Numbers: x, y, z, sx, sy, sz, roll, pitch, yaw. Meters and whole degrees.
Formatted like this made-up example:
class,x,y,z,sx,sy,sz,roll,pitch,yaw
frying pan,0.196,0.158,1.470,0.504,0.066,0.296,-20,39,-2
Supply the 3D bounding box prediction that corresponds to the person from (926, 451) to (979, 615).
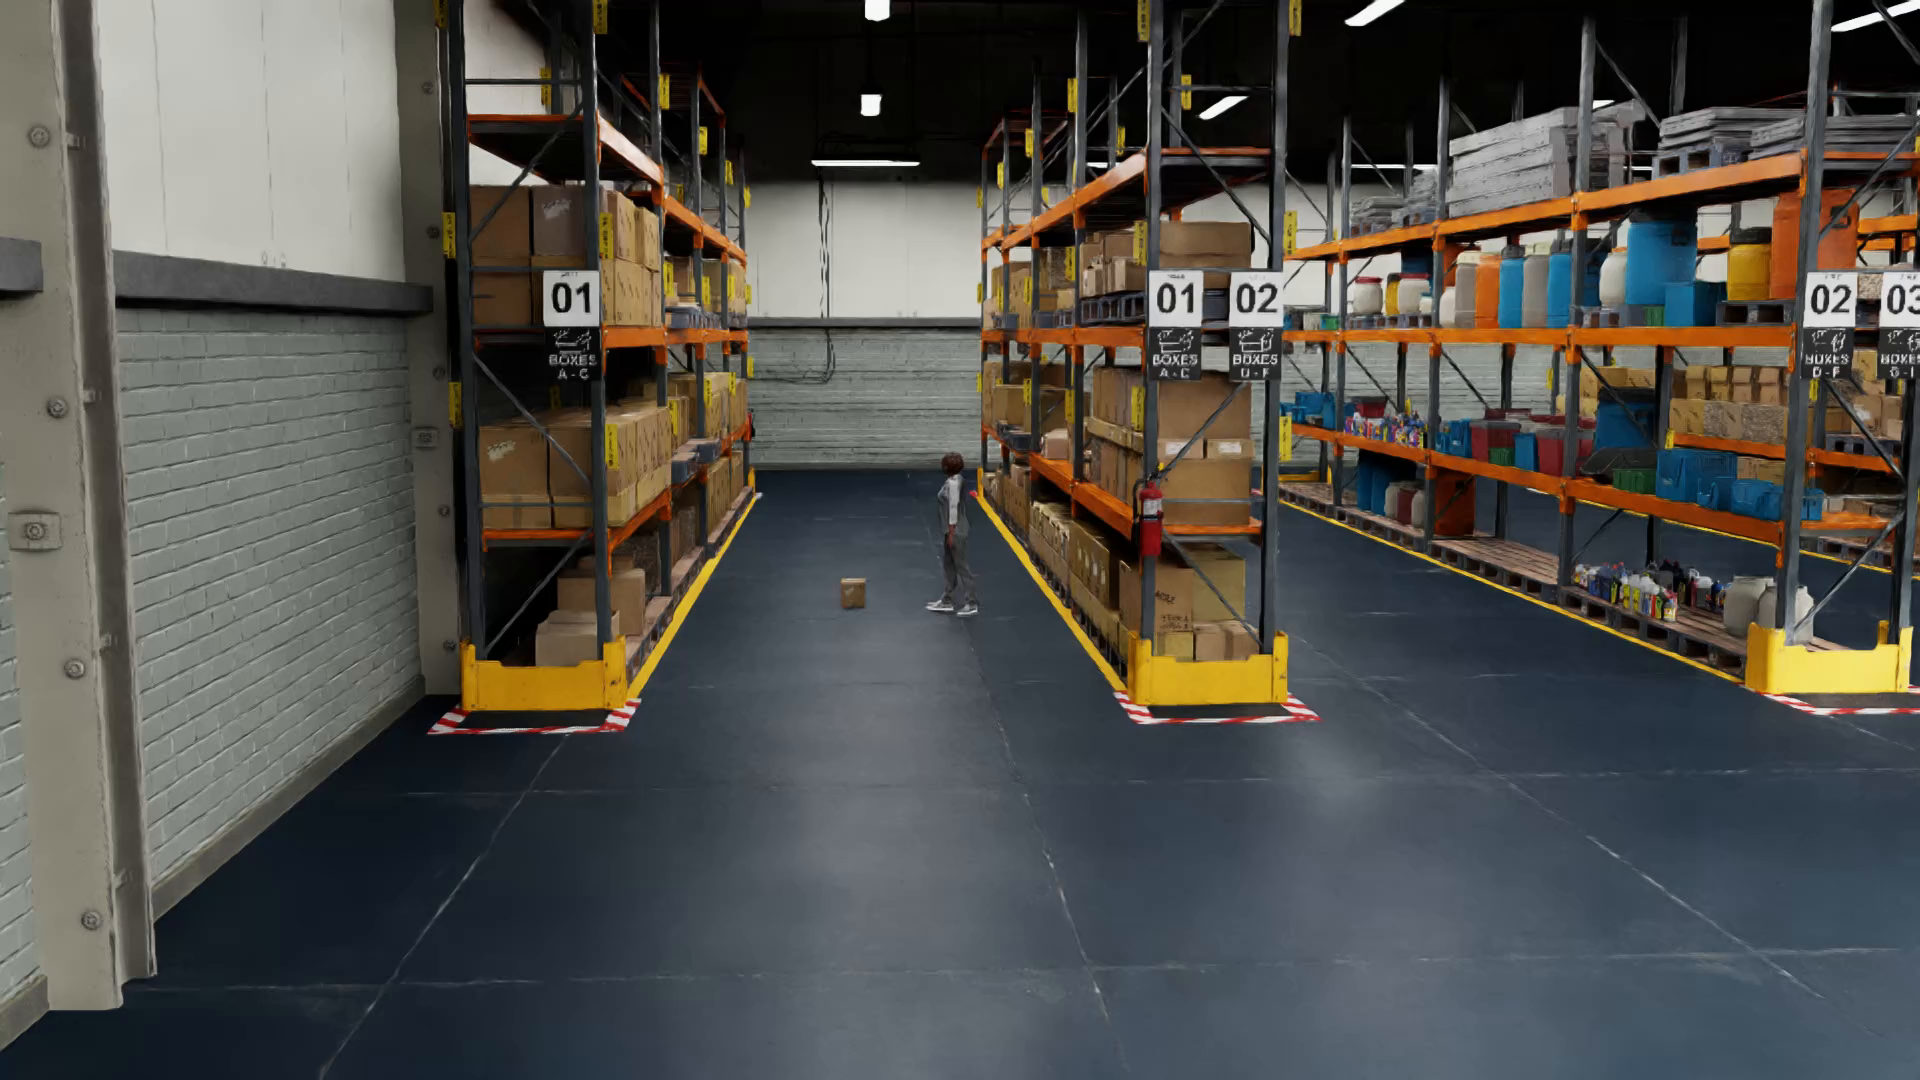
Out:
class,x,y,z,sx,sy,sz,roll,pitch,yaw
person,-0.073,-0.083,16.333,0.533,1.587,0.596,0,7,2
